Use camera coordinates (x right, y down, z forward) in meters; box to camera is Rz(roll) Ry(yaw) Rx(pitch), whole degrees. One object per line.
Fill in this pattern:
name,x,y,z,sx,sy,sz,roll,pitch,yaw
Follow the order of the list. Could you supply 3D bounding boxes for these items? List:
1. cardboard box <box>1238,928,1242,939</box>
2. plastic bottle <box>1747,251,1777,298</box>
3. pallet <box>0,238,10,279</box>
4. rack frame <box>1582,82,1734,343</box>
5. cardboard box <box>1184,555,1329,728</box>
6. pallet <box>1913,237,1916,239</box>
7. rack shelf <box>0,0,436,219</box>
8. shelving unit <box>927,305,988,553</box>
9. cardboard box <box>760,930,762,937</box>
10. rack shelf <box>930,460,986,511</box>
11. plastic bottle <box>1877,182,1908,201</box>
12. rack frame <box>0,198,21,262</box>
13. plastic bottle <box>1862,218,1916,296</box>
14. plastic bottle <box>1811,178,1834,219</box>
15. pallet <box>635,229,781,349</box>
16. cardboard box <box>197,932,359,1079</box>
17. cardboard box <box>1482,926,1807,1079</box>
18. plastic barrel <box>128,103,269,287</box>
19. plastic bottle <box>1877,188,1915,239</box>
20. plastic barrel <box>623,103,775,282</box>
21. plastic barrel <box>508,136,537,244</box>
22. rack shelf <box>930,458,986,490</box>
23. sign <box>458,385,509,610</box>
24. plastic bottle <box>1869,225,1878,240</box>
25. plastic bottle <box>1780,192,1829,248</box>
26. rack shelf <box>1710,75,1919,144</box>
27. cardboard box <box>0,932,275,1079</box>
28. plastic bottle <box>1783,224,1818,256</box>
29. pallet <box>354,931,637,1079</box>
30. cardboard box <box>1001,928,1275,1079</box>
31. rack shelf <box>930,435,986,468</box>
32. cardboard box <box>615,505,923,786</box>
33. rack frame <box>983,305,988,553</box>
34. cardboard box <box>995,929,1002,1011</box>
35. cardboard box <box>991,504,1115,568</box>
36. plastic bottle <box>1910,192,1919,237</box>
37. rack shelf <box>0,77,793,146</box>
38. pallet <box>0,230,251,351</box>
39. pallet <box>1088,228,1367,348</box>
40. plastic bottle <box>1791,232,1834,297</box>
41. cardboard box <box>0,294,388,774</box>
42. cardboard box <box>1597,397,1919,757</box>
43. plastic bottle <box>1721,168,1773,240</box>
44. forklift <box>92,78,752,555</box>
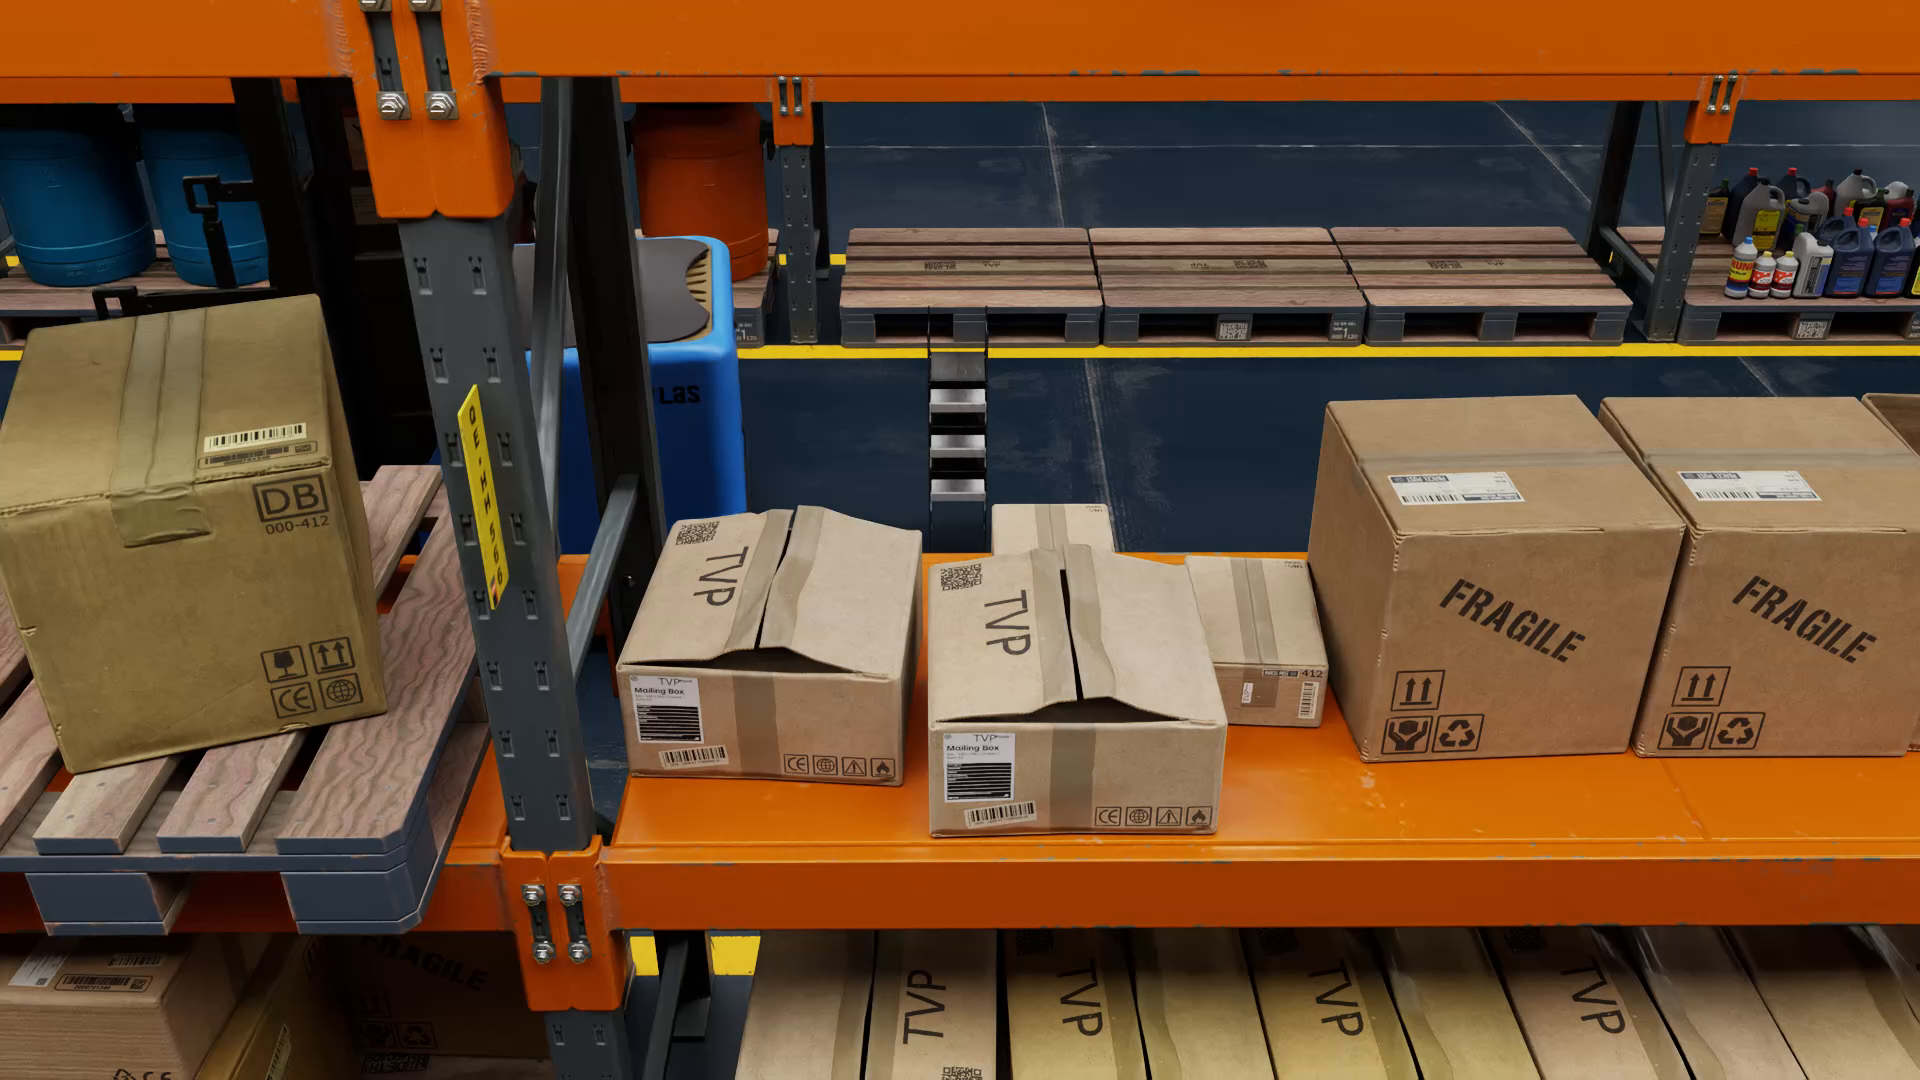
cardboard box,0.844,0.742,3.841,0.500,0.311,0.500,0,31,-1
plastic bottle,3.694,-1.228,7.655,0.097,0.201,0.097,0,31,0
pallet,-5.464,-1.222,8.061,1.213,0.211,1.003,0,31,0
rack frame,3.271,-2.462,7.416,0.127,3.000,1.000,0,31,0
cardboard box,0.572,0.194,3.281,0.250,0.149,0.380,2,31,3
pallet,5.166,-1.256,8.116,1.213,0.211,1.003,0,31,0
rack shelf,-2.703,-0.849,2.559,4.000,0.370,1.077,0,31,0
shelving unit,-0.008,-0.385,6.017,0.210,0.900,0.258,0,31,0
cardboard box,-0.181,0.747,3.833,0.500,0.311,0.500,1,31,1
rack shelf,-0.008,-0.202,6.127,0.200,0.077,0.258,0,31,0
plastic bottle,4.590,-1.637,8.258,0.135,0.276,0.152,0,31,1
rack frame,-4.729,-2.437,7.375,0.127,3.000,1.000,0,31,0
plastic bottle,4.269,-1.305,7.639,0.185,0.351,0.144,-1,31,-2
plastic bottle,4.268,-1.663,8.294,0.133,0.283,0.061,2,31,3
pallet,-1.517,-1.233,8.079,1.213,0.211,1.003,0,31,0
cardboard box,-1.637,1.125,3.489,0.500,0.500,0.500,1,31,2
cardboard box,1.372,1.018,3.385,0.500,0.311,0.500,-1,31,-1
plastic barrel,-3.477,-1.714,7.802,0.708,0.901,0.600,0,31,0
plastic bottle,4.592,-1.585,8.165,0.133,0.283,0.061,0,31,0
plastic barrel,-1.218,-1.691,7.832,0.708,0.830,0.600,0,31,0
plastic barrel,-2.348,-1.584,7.889,0.708,0.588,0.600,0,31,0
rack shelf,-0.008,-0.279,6.081,0.200,0.077,0.258,0,31,0
sign,-0.690,-0.060,2.417,0.005,0.325,0.100,0,31,0
plastic bottle,4.225,-1.334,7.763,0.097,0.271,0.097,0,31,0
plastic bottle,4.131,-1.561,8.133,0.135,0.276,0.152,0,31,0
rack shelf,5.271,-2.161,7.613,4.000,0.370,1.077,0,31,0
cardboard box,-1.693,0.807,3.291,0.500,0.250,0.500,1,31,2
plastic bottle,3.914,-1.333,7.750,0.133,0.283,0.061,0,31,0
pallet,-1.450,1.295,3.913,1.213,0.211,1.003,0,31,0
cardboard box,0.348,1.021,3.381,0.500,0.311,0.500,-1,31,-2
rack shelf,-0.008,-0.356,6.034,0.200,0.077,0.258,0,31,0
cardboard box,-0.339,0.179,3.148,0.500,0.311,0.500,2,31,3
rack frame,0.094,-0.385,6.017,0.006,0.900,0.240,0,31,0
cardboard box,0.337,0.984,3.982,0.500,0.250,0.500,-1,31,-1
cardboard box,0.195,0.081,3.467,0.250,0.149,0.380,0,31,0
plastic bottle,4.810,-1.650,8.284,0.097,0.271,0.097,0,31,0
rack shelf,-2.729,-2.136,7.572,4.000,0.370,1.077,0,31,0
pallet,-3.957,-1.226,8.067,1.213,0.211,1.003,0,31,0
pallet,1.263,-1.242,8.093,1.213,0.211,1.003,0,31,0
plastic bottle,3.915,-1.274,7.660,0.135,0.276,0.152,1,31,2
cardboard box,-1.332,-0.042,2.926,0.500,0.500,0.700,-11,33,-17
cardboard box,1.501,0.062,3.160,0.500,0.500,0.500,0,31,0
plastic bottle,3.913,-1.669,8.239,0.185,0.351,0.144,-1,31,-2
forklift,-2.263,-1.096,5.231,3.031,2.935,1.130,-4,31,-7
